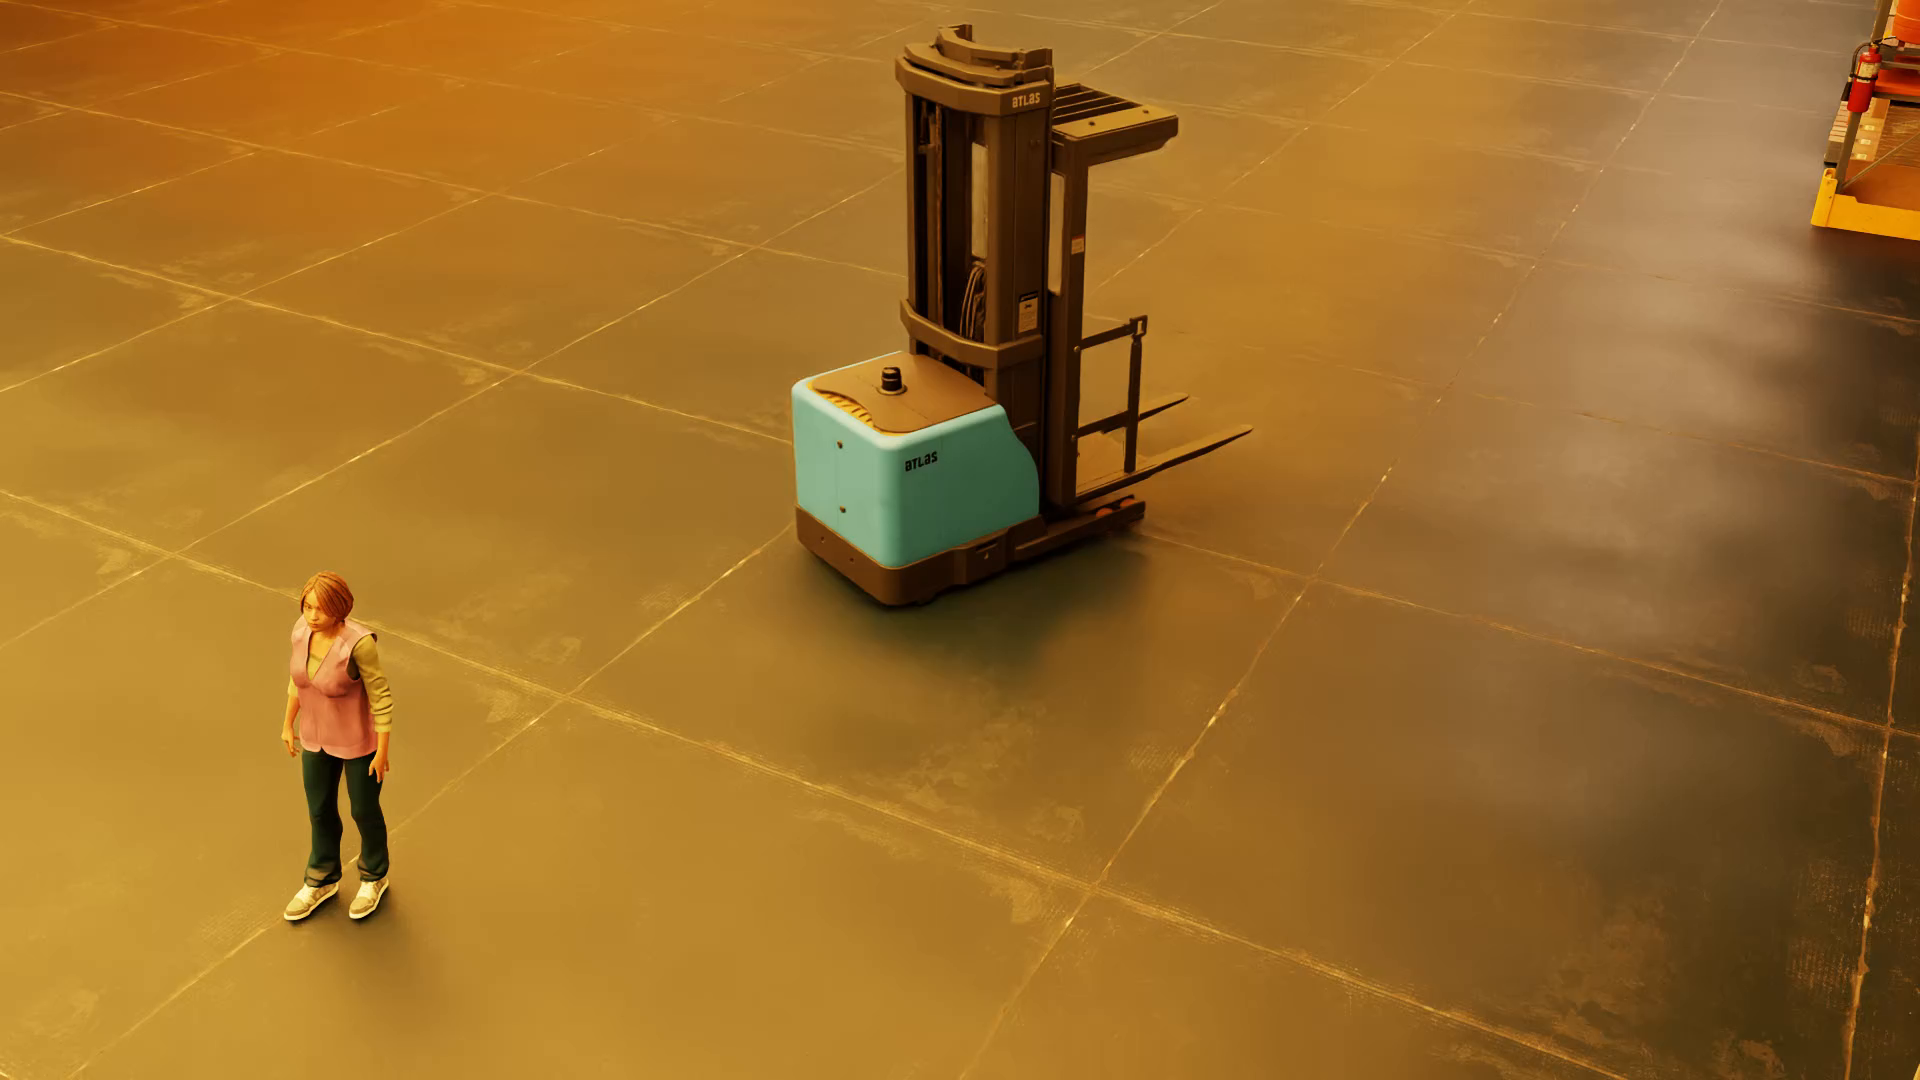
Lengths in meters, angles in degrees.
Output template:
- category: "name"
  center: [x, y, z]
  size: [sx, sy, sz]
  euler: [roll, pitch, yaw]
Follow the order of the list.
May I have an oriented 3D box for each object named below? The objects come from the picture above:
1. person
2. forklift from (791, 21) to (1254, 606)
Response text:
- category: "person"
  center: [-2.601, 0.878, 6.870]
  size: [0.520, 1.597, 0.475]
  euler: [10, 31, 16]
- category: "forklift"
  center: [0.509, -1.486, 9.645]
  size: [3.031, 2.935, 1.130]
  euler: [-21, 36, -31]
